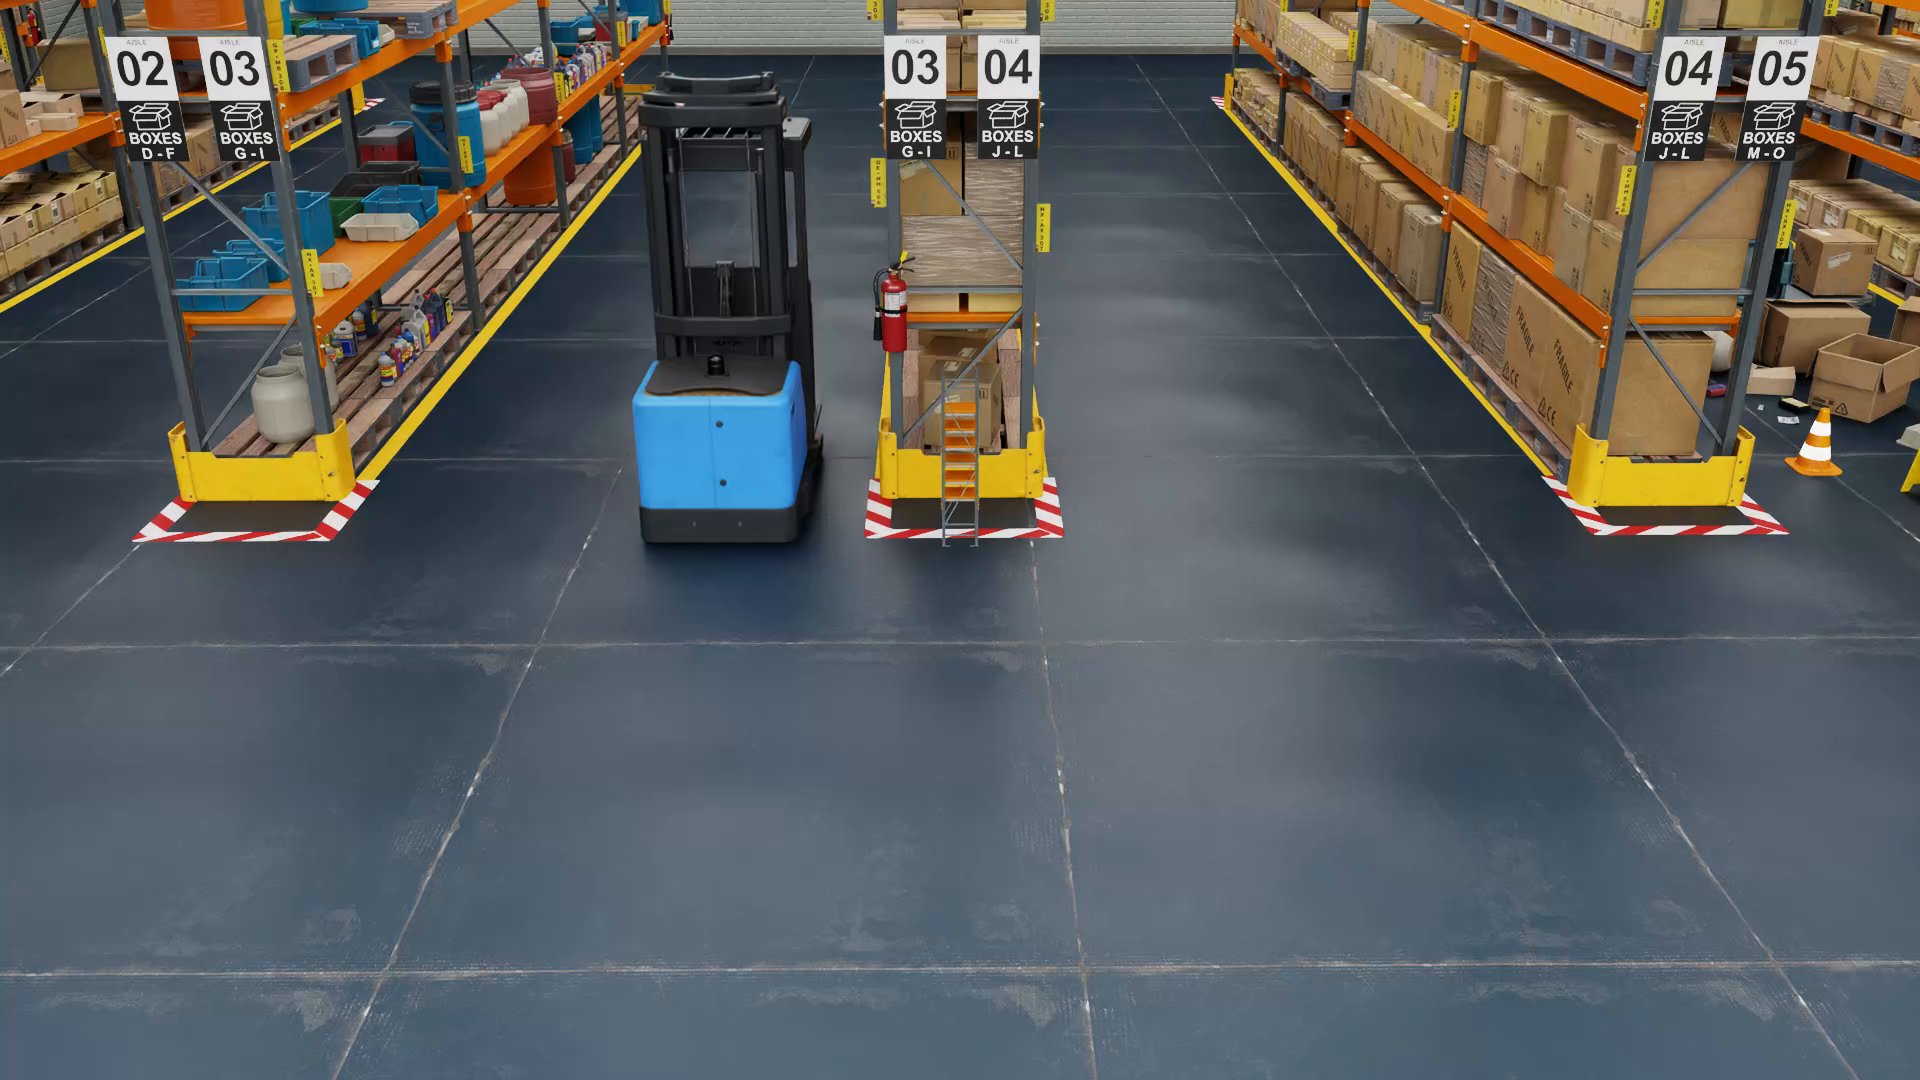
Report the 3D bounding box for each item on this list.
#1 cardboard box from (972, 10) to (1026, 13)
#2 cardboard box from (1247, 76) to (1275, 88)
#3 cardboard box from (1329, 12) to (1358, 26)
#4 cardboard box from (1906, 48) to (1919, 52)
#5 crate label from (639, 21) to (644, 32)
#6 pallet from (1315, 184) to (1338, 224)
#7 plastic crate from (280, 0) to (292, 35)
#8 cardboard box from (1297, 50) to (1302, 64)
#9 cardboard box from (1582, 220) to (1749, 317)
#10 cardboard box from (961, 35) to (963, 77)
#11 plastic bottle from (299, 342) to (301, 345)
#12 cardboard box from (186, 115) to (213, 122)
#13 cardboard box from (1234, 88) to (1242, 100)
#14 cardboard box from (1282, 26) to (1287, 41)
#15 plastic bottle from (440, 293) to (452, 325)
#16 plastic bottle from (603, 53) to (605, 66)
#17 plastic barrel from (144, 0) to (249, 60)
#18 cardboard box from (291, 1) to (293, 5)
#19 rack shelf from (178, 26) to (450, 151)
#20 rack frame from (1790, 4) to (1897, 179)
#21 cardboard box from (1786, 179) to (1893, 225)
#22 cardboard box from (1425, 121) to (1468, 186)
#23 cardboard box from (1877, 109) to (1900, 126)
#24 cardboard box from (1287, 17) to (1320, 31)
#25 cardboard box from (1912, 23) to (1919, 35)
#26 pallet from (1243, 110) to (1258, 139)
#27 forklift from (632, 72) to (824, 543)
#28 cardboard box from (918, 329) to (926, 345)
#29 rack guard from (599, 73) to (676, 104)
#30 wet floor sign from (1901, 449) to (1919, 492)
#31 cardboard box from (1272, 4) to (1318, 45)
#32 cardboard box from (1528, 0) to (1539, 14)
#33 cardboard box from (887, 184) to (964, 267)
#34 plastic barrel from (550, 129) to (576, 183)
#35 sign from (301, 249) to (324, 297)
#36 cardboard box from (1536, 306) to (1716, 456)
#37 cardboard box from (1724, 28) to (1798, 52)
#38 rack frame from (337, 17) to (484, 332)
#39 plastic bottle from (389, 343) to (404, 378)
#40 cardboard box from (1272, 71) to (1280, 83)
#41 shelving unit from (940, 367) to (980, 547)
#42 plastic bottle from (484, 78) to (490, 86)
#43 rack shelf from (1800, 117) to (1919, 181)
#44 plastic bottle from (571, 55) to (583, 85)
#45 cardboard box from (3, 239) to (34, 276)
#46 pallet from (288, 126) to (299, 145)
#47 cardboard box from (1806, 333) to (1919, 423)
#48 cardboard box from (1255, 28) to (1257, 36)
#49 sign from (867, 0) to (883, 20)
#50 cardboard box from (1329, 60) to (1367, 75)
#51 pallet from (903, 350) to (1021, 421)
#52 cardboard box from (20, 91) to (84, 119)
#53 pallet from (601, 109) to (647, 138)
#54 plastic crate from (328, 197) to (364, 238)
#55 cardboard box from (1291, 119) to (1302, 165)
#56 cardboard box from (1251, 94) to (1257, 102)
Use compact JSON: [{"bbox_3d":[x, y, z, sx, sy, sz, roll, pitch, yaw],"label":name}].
[{"bbox_3d":[0.278,-3.723,11.899,0.380,0.149,0.250,0,24,-1],"label":"cardboard box"},{"bbox_3d":[4.548,-6.905,25.105,0.380,0.149,0.250,-1,24,-3],"label":"cardboard box"},{"bbox_3d":[5.041,-6.814,21.748,0.380,0.149,0.250,1,24,2],"label":"cardboard box"},{"bbox_3d":[10.140,-4.811,17.256,0.500,0.500,0.500,-2,24,-4],"label":"cardboard box"},{"bbox_3d":[-4.909,-7.613,24.690,0.396,0.136,0.243,0,24,-1],"label":"crate label"},{"bbox_3d":[4.878,-4.033,19.912,1.003,0.211,1.213,0,24,-1],"label":"pallet"},{"bbox_3d":[-5.262,-3.826,12.449,0.392,0.384,0.575,0,24,-1],"label":"plastic crate"},{"bbox_3d":[4.406,-6.005,20.682,0.380,0.149,0.250,-1,24,-2],"label":"cardboard box"},{"bbox_3d":[4.923,-1.906,11.643,0.875,0.550,0.550,0,24,-1],"label":"cardboard box"},{"bbox_3d":[0.253,-3.415,11.703,0.500,0.250,0.500,-1,24,-2],"label":"cardboard box"},{"bbox_3d":[-5.374,-1.501,13.699,0.152,0.276,0.135,0,24,0],"label":"plastic bottle"},{"bbox_3d":[-9.736,-5.262,21.744,0.500,0.500,0.500,0,24,0],"label":"cardboard box"},{"bbox_3d":[4.484,-6.953,25.934,0.380,0.149,0.250,0,24,1],"label":"cardboard box"},{"bbox_3d":[4.391,-6.571,21.574,0.380,0.149,0.250,-1,24,-2],"label":"cardboard box"},{"bbox_3d":[-4.649,-2.097,15.008,0.061,0.283,0.133,1,24,2],"label":"plastic bottle"},{"bbox_3d":[-4.715,-6.328,21.843,0.097,0.201,0.097,0,24,0],"label":"plastic bottle"},{"bbox_3d":[-5.073,-3.636,10.978,0.600,0.830,0.708,0,24,-1],"label":"plastic barrel"},{"bbox_3d":[-9.766,-7.940,23.832,0.500,0.500,0.500,0,24,1],"label":"cardboard box"},{"bbox_3d":[-4.962,-3.545,12.682,1.077,0.370,4.000,0,24,-1],"label":"rack shelf"},{"bbox_3d":[9.834,-5.046,18.766,1.000,3.000,0.127,0,24,-1],"label":"rack frame"},{"bbox_3d":[9.830,-3.807,18.706,0.950,0.372,0.625,-2,24,-4],"label":"cardboard box"},{"bbox_3d":[4.656,-3.593,15.433,0.500,0.500,0.500,0,24,-1],"label":"cardboard box"},{"bbox_3d":[9.621,-4.322,16.961,0.380,0.149,0.250,1,24,1],"label":"cardboard box"},{"bbox_3d":[4.396,-6.593,21.261,0.380,0.149,0.250,0,24,0],"label":"cardboard box"},{"bbox_3d":[14.404,-7.584,24.683,0.380,0.149,0.250,-1,24,-2],"label":"cardboard box"},{"bbox_3d":[4.783,-6.140,24.570,1.003,0.211,1.213,0,24,-1],"label":"pallet"},{"bbox_3d":[-1.602,-1.876,11.842,1.130,2.935,3.031,0,24,0],"label":"forklift"},{"bbox_3d":[-0.053,-2.004,14.566,0.500,0.500,0.500,8,25,16],"label":"cardboard box"},{"bbox_3d":[-5.128,-7.146,26.444,1.175,0.500,0.348,0,24,-1],"label":"rack guard"},{"bbox_3d":[6.953,-0.610,11.815,0.267,0.644,0.232,-4,25,-10],"label":"wet floor sign"},{"bbox_3d":[4.554,-7.009,22.625,0.500,0.500,0.500,0,24,0],"label":"cardboard box"},{"bbox_3d":[4.609,-4.146,12.812,0.380,0.149,0.250,0,24,-1],"label":"cardboard box"},{"bbox_3d":[-0.092,-2.318,12.253,0.875,0.500,0.500,0,24,-1],"label":"cardboard box"},{"bbox_3d":[-5.063,-4.738,20.504,0.600,0.588,0.708,0,24,-1],"label":"plastic barrel"},{"bbox_3d":[-4.390,-1.809,11.274,0.100,0.325,0.005,0,24,-1],"label":"sign"},{"bbox_3d":[4.899,-1.188,12.305,0.875,0.875,0.875,0,24,0],"label":"cardboard box"},{"bbox_3d":[5.290,-3.317,10.978,0.380,0.149,0.250,0,24,0],"label":"cardboard box"},{"bbox_3d":[-4.984,-3.331,14.974,1.000,3.000,0.127,0,24,-1],"label":"rack frame"},{"bbox_3d":[-4.633,-1.487,13.660,0.061,0.283,0.133,0,24,0],"label":"plastic bottle"},{"bbox_3d":[5.003,-7.121,25.583,0.380,0.149,0.250,0,24,0],"label":"cardboard box"},{"bbox_3d":[0.000,-0.541,10.989,0.258,1.200,0.189,0,24,-1],"label":"shelving unit"},{"bbox_3d":[-5.461,-5.186,19.217,0.061,0.283,0.133,0,24,-1],"label":"plastic bottle"},{"bbox_3d":[9.856,-3.894,17.092,1.077,0.370,4.000,0,24,-1],"label":"rack shelf"},{"bbox_3d":[-4.722,-5.774,20.435,0.144,0.351,0.185,0,24,-1],"label":"plastic bottle"},{"bbox_3d":[-9.707,-2.840,16.716,0.500,0.250,0.500,-1,24,-2],"label":"cardboard box"},{"bbox_3d":[-10.031,-5.619,23.418,1.003,0.211,1.213,0,24,-1],"label":"pallet"},{"bbox_3d":[7.371,-1.324,13.567,0.797,0.503,0.637,-19,31,-36],"label":"cardboard box"},{"bbox_3d":[4.560,-7.493,24.483,0.380,0.149,0.250,-1,24,-2],"label":"cardboard box"},{"bbox_3d":[-0.543,-3.481,10.591,0.100,0.325,0.005,0,24,-1],"label":"sign"},{"bbox_3d":[4.425,-5.396,18.975,0.380,0.149,0.250,0,24,1],"label":"cardboard box"},{"bbox_3d":[0.027,-1.302,13.872,1.003,0.211,1.213,0,24,-1],"label":"pallet"},{"bbox_3d":[-10.021,-4.768,18.259,0.500,0.311,0.500,1,24,3],"label":"cardboard box"},{"bbox_3d":[-5.135,-6.163,24.622,1.003,0.211,1.213,0,24,-1],"label":"pallet"},{"bbox_3d":[-5.252,-2.674,13.778,0.450,0.188,0.662,0,24,-1],"label":"plastic crate"},{"bbox_3d":[4.592,-5.159,21.540,0.500,0.500,0.500,1,24,2],"label":"cardboard box"},{"bbox_3d":[4.577,-6.661,24.926,0.380,0.149,0.250,-1,24,-3],"label":"cardboard box"}]
